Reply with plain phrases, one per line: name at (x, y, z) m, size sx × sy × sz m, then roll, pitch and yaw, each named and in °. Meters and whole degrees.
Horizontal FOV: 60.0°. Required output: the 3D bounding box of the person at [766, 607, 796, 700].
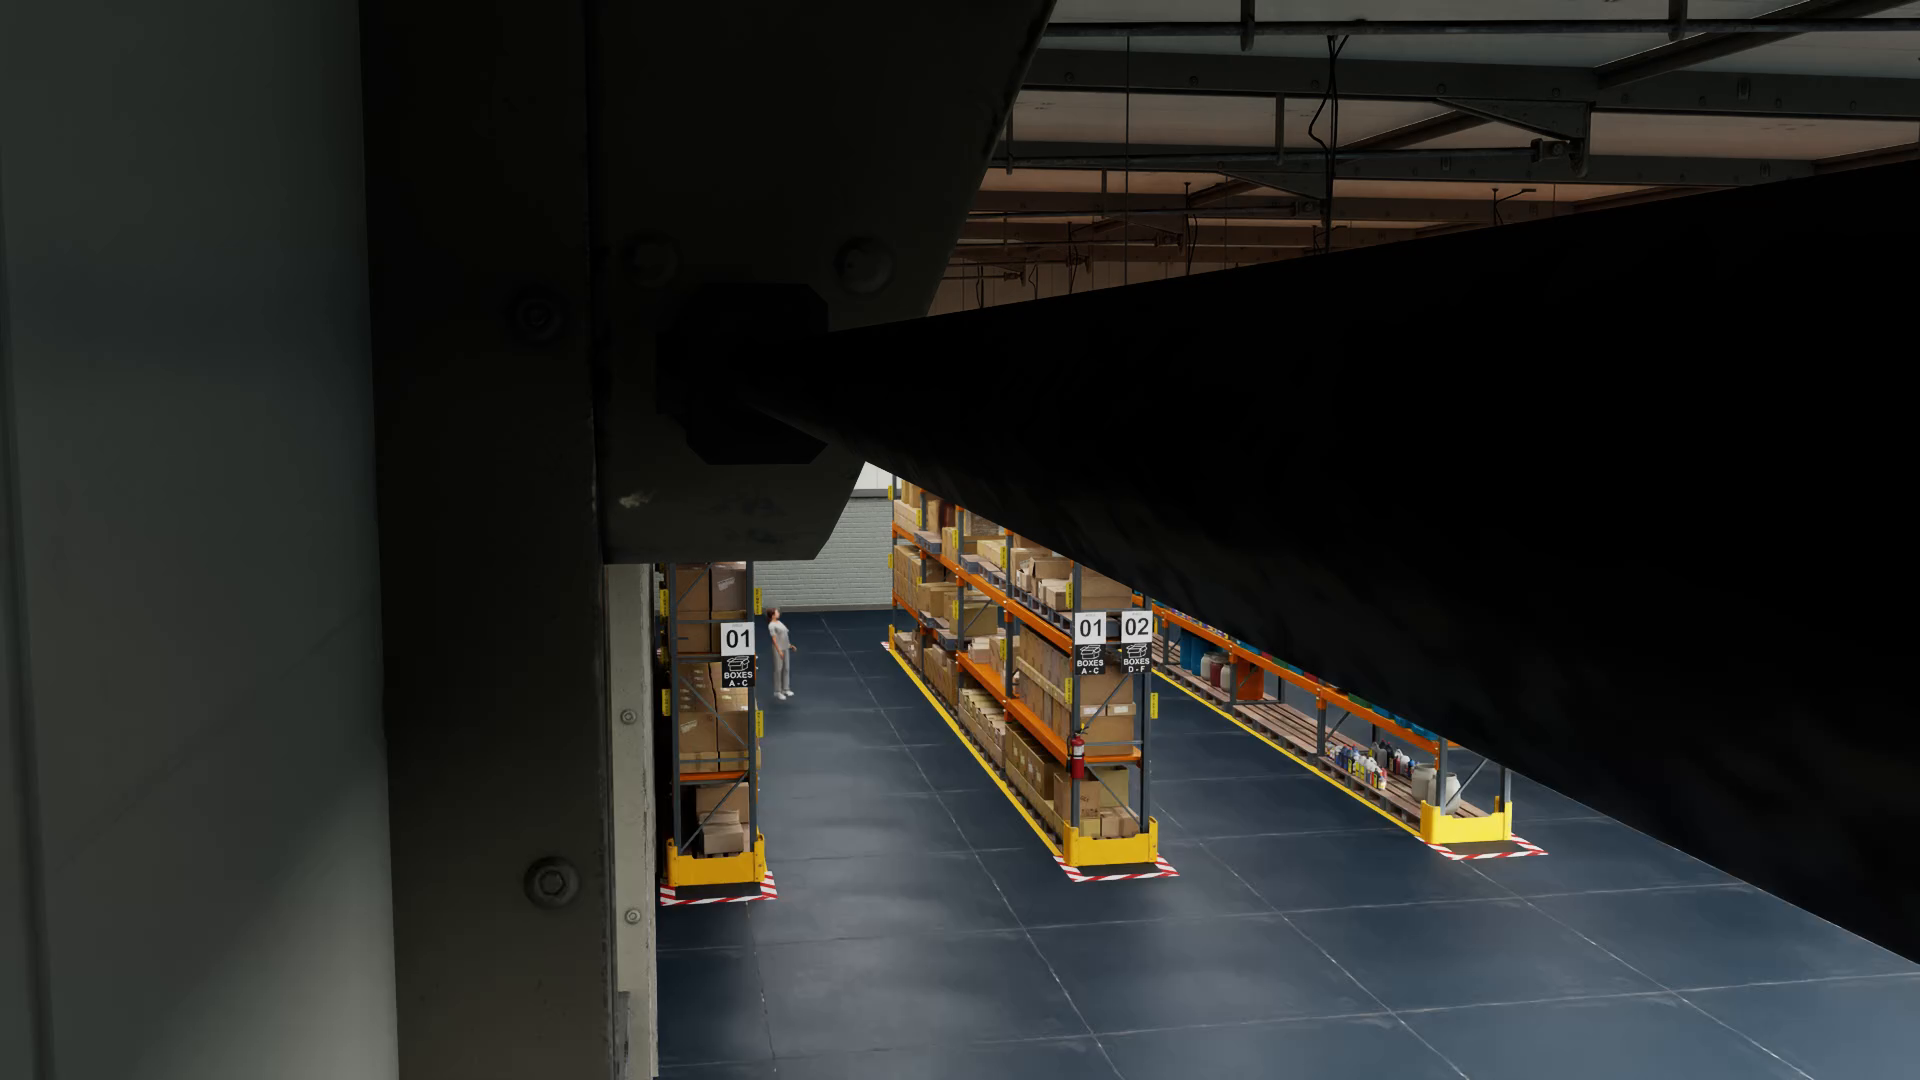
person at (-3.313, 2.075, 30.832) m, size 0.507 × 1.684 × 0.509 m, roll 4°, pitch 7°, yaw 31°
